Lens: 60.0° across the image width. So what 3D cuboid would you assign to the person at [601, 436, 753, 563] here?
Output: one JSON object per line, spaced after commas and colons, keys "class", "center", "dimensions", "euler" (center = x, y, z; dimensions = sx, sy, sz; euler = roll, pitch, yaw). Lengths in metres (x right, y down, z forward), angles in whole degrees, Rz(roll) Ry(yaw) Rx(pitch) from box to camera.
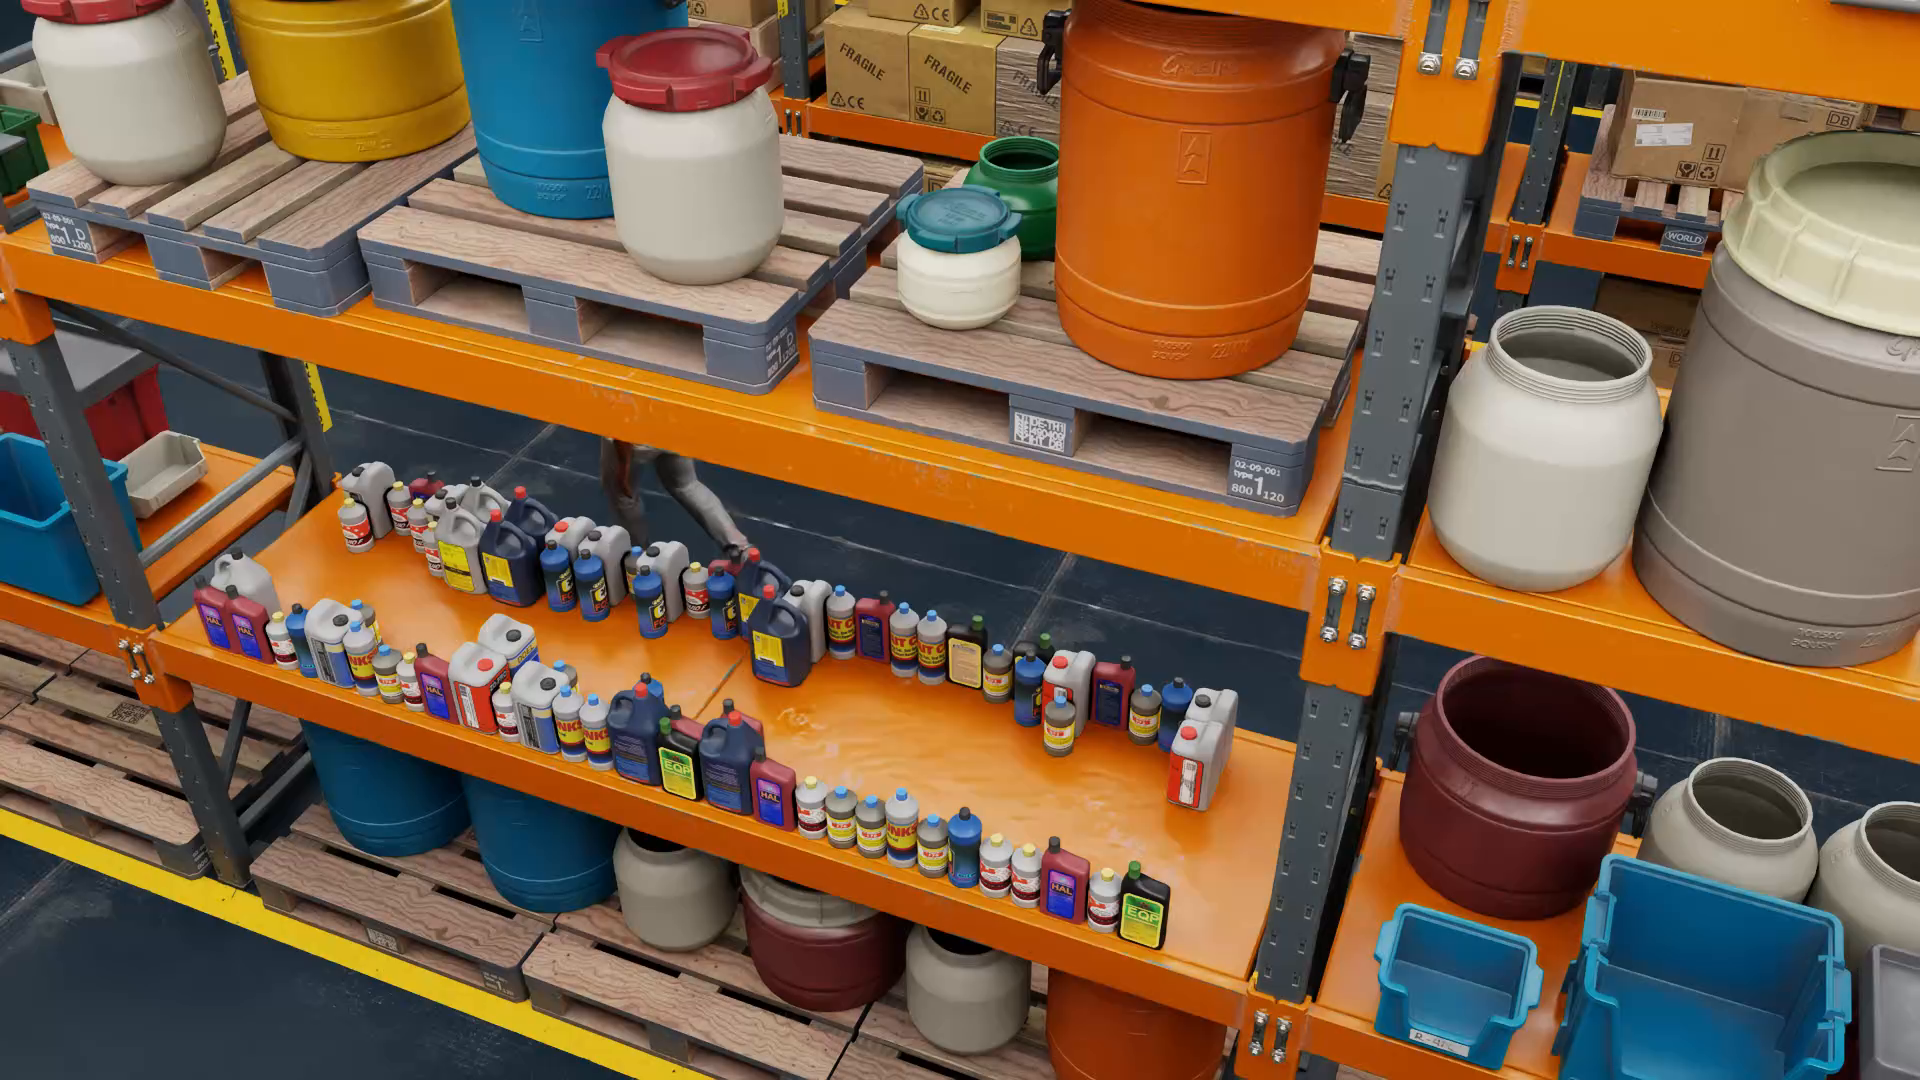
{"class": "person", "center": [-1.358, -0.511, 7.468], "dimensions": [0.900, 1.732, 0.592], "euler": [27, 45, 31]}
